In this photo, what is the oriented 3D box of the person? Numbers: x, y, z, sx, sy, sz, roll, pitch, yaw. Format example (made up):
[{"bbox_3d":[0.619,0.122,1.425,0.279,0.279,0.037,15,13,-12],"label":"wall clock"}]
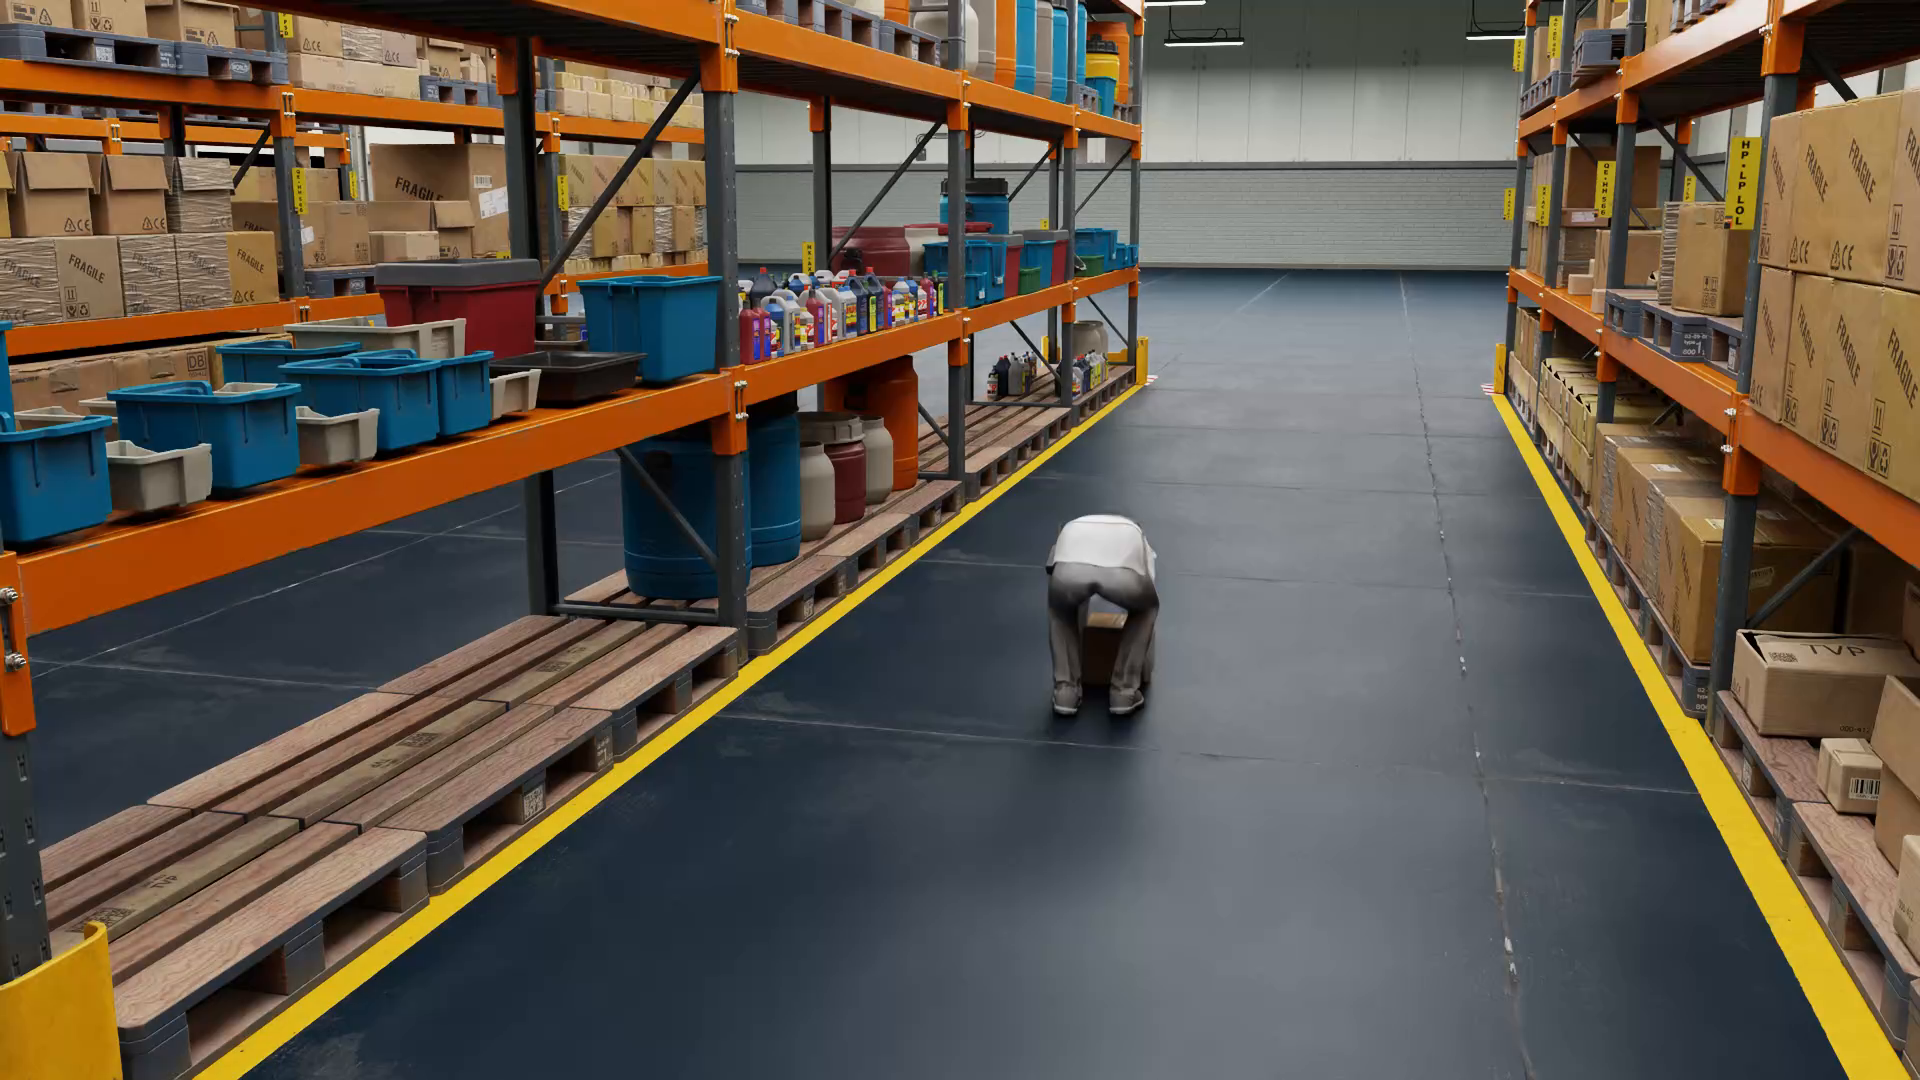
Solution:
[{"bbox_3d":[0.582,0.275,6.794,0.461,0.822,0.897,2,12,11],"label":"person"}]
